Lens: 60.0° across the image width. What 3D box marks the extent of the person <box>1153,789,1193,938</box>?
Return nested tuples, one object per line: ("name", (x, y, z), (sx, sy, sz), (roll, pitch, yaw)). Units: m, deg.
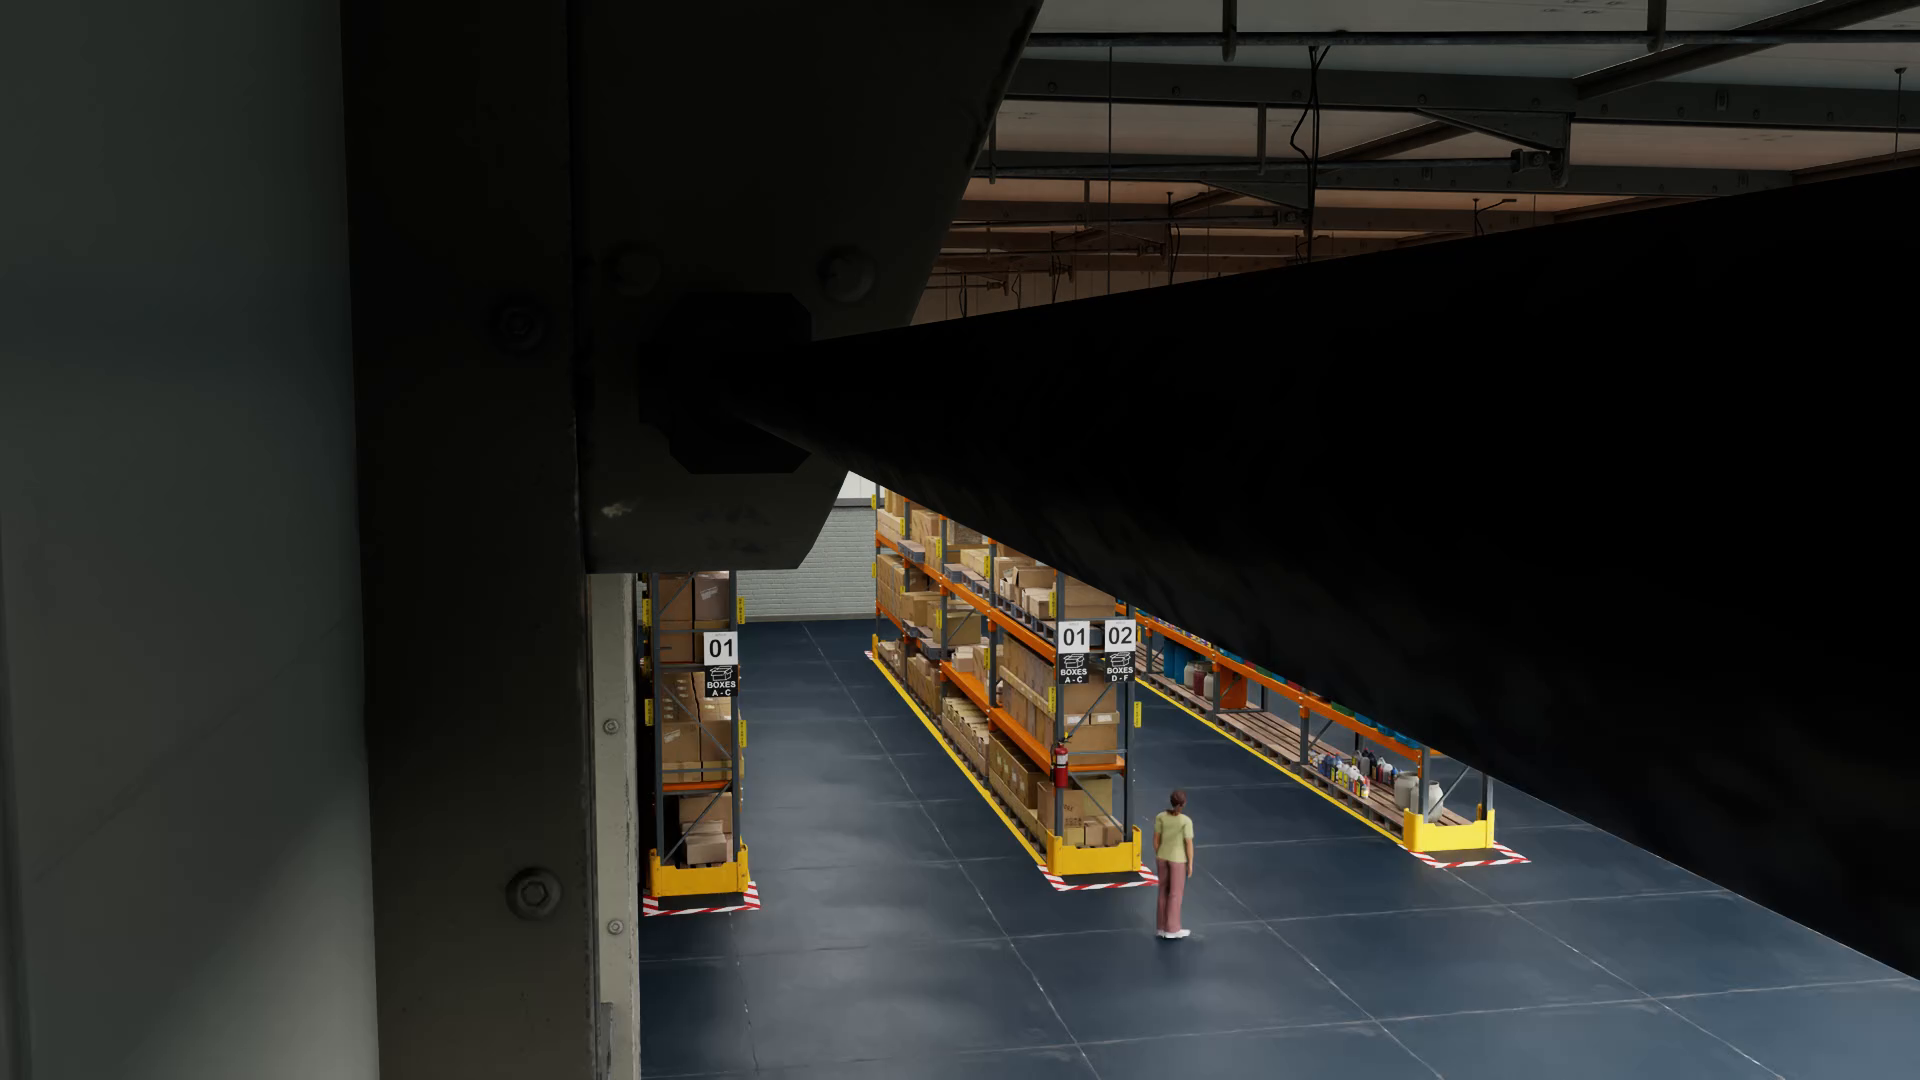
("person", (2.382, 3.600, 18.524), (0.481, 1.681, 0.321), (4, 7, 35))
